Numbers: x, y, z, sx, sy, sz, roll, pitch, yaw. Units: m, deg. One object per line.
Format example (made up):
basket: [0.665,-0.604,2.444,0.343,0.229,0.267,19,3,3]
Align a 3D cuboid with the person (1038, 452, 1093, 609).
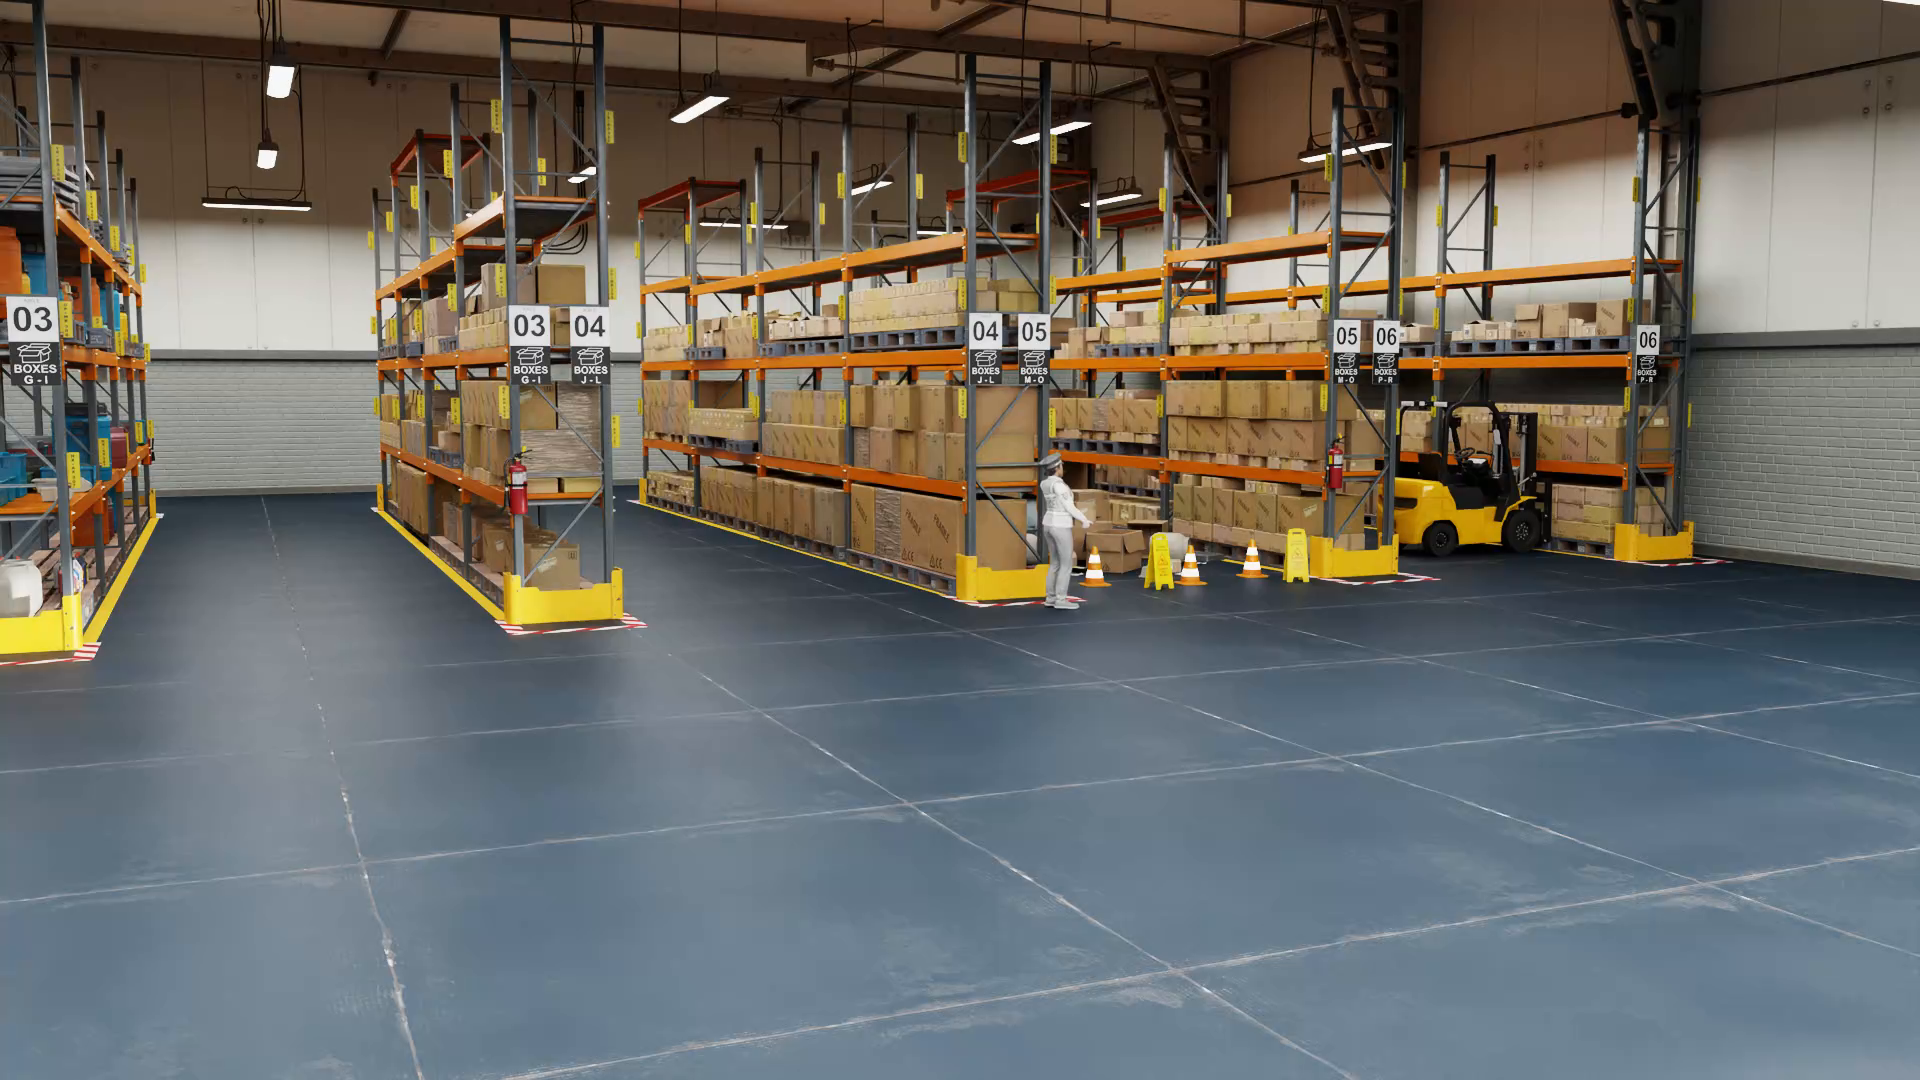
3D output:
person: [1.127,-0.109,17.988,0.562,1.687,0.461,-2,6,-24]
